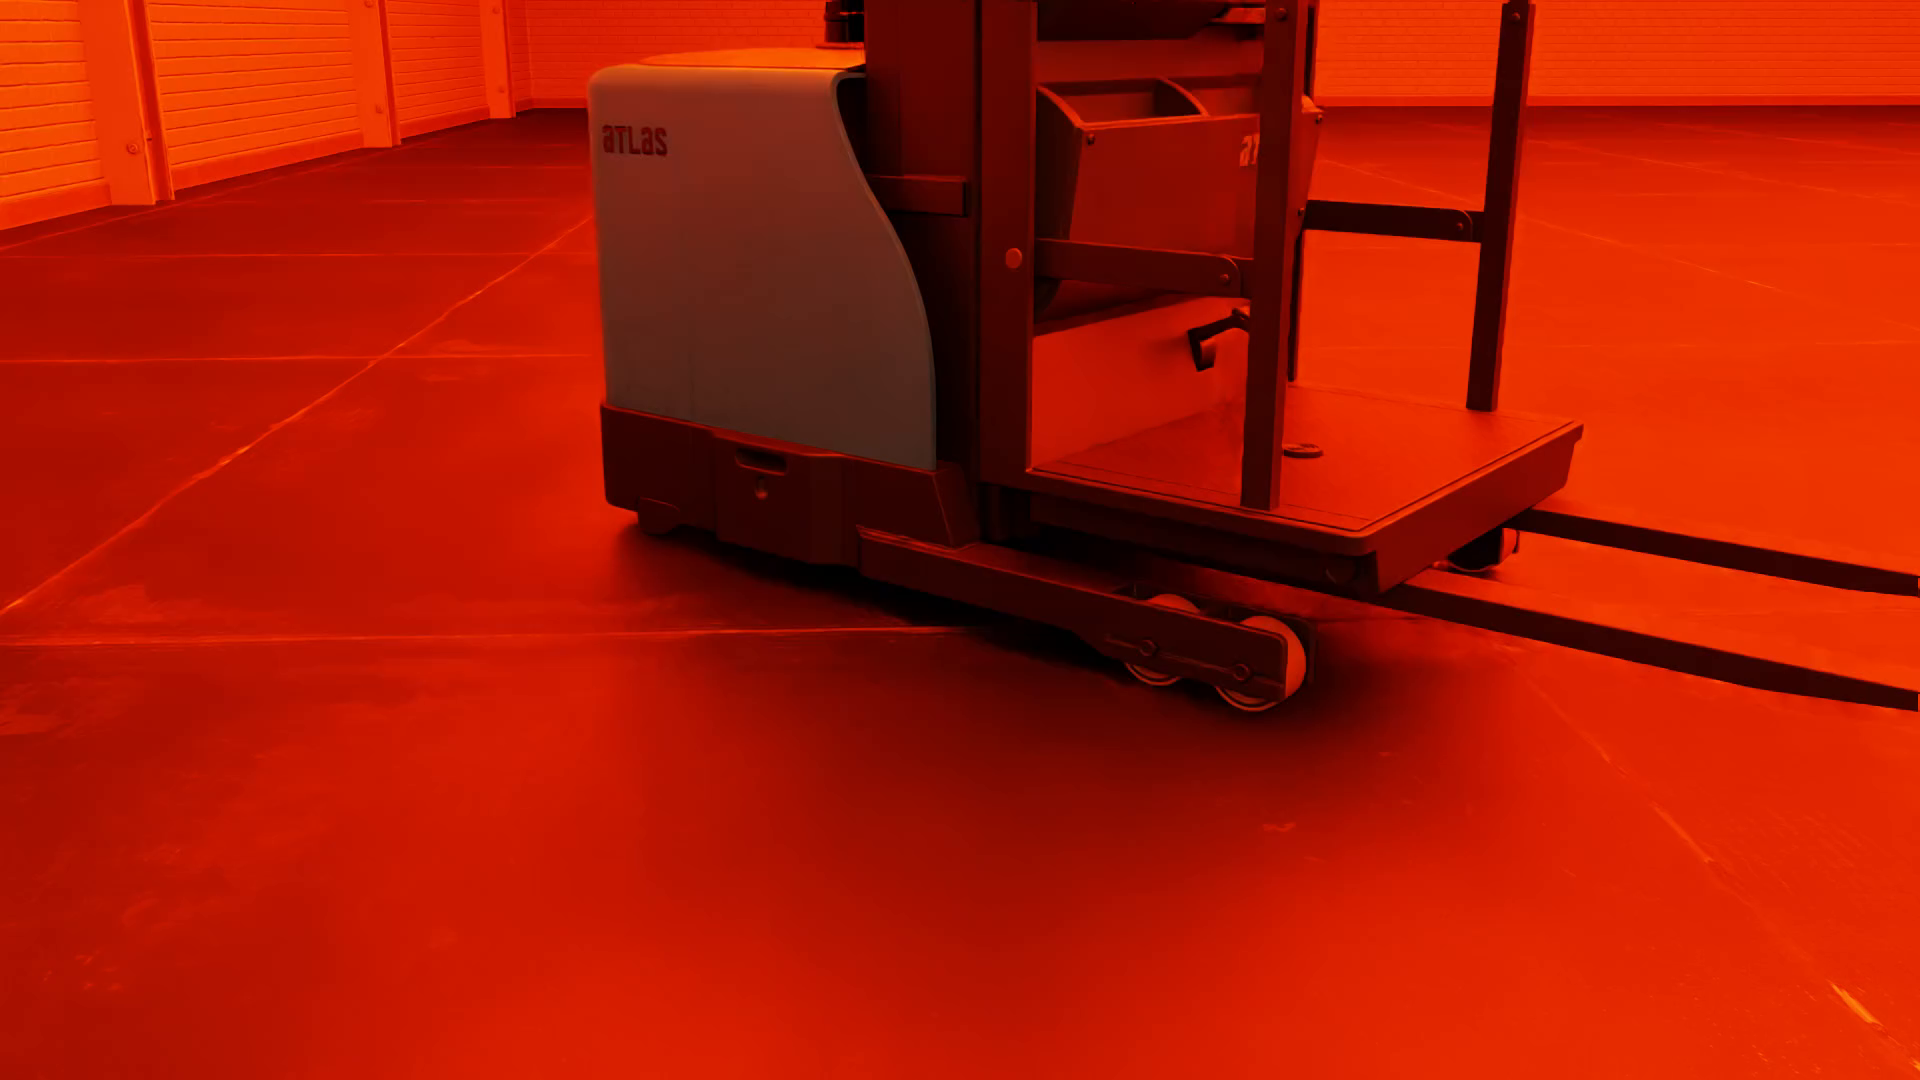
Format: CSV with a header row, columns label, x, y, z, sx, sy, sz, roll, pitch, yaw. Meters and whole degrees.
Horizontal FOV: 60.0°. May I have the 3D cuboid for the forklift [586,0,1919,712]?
label,x,y,z,sx,sy,sz,roll,pitch,yaw
forklift,0.616,-1.274,3.073,3.031,2.935,1.130,13,21,36
